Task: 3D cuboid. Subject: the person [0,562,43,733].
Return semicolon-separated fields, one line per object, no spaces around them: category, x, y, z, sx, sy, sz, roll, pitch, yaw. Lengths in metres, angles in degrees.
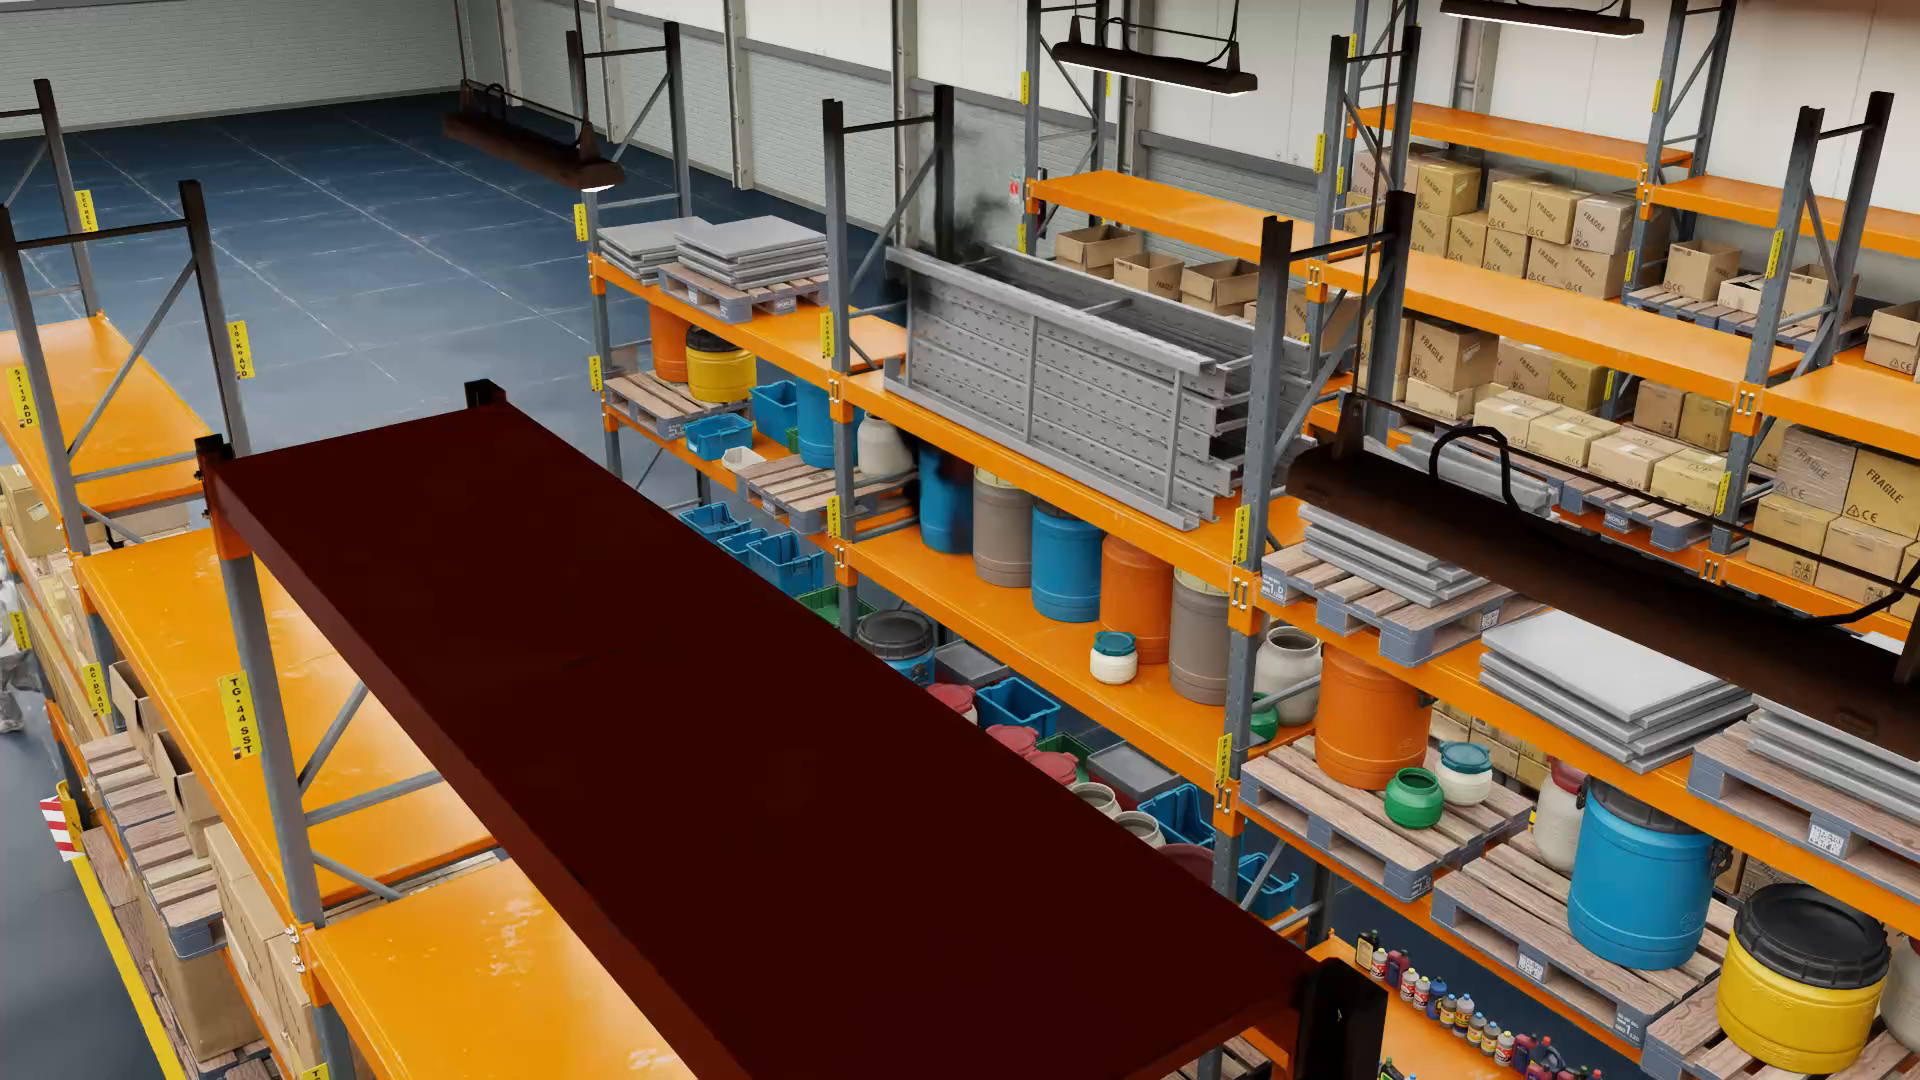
person;-8.461;0.962;14.858;0.828;1.768;0.665;-1;25;-3
